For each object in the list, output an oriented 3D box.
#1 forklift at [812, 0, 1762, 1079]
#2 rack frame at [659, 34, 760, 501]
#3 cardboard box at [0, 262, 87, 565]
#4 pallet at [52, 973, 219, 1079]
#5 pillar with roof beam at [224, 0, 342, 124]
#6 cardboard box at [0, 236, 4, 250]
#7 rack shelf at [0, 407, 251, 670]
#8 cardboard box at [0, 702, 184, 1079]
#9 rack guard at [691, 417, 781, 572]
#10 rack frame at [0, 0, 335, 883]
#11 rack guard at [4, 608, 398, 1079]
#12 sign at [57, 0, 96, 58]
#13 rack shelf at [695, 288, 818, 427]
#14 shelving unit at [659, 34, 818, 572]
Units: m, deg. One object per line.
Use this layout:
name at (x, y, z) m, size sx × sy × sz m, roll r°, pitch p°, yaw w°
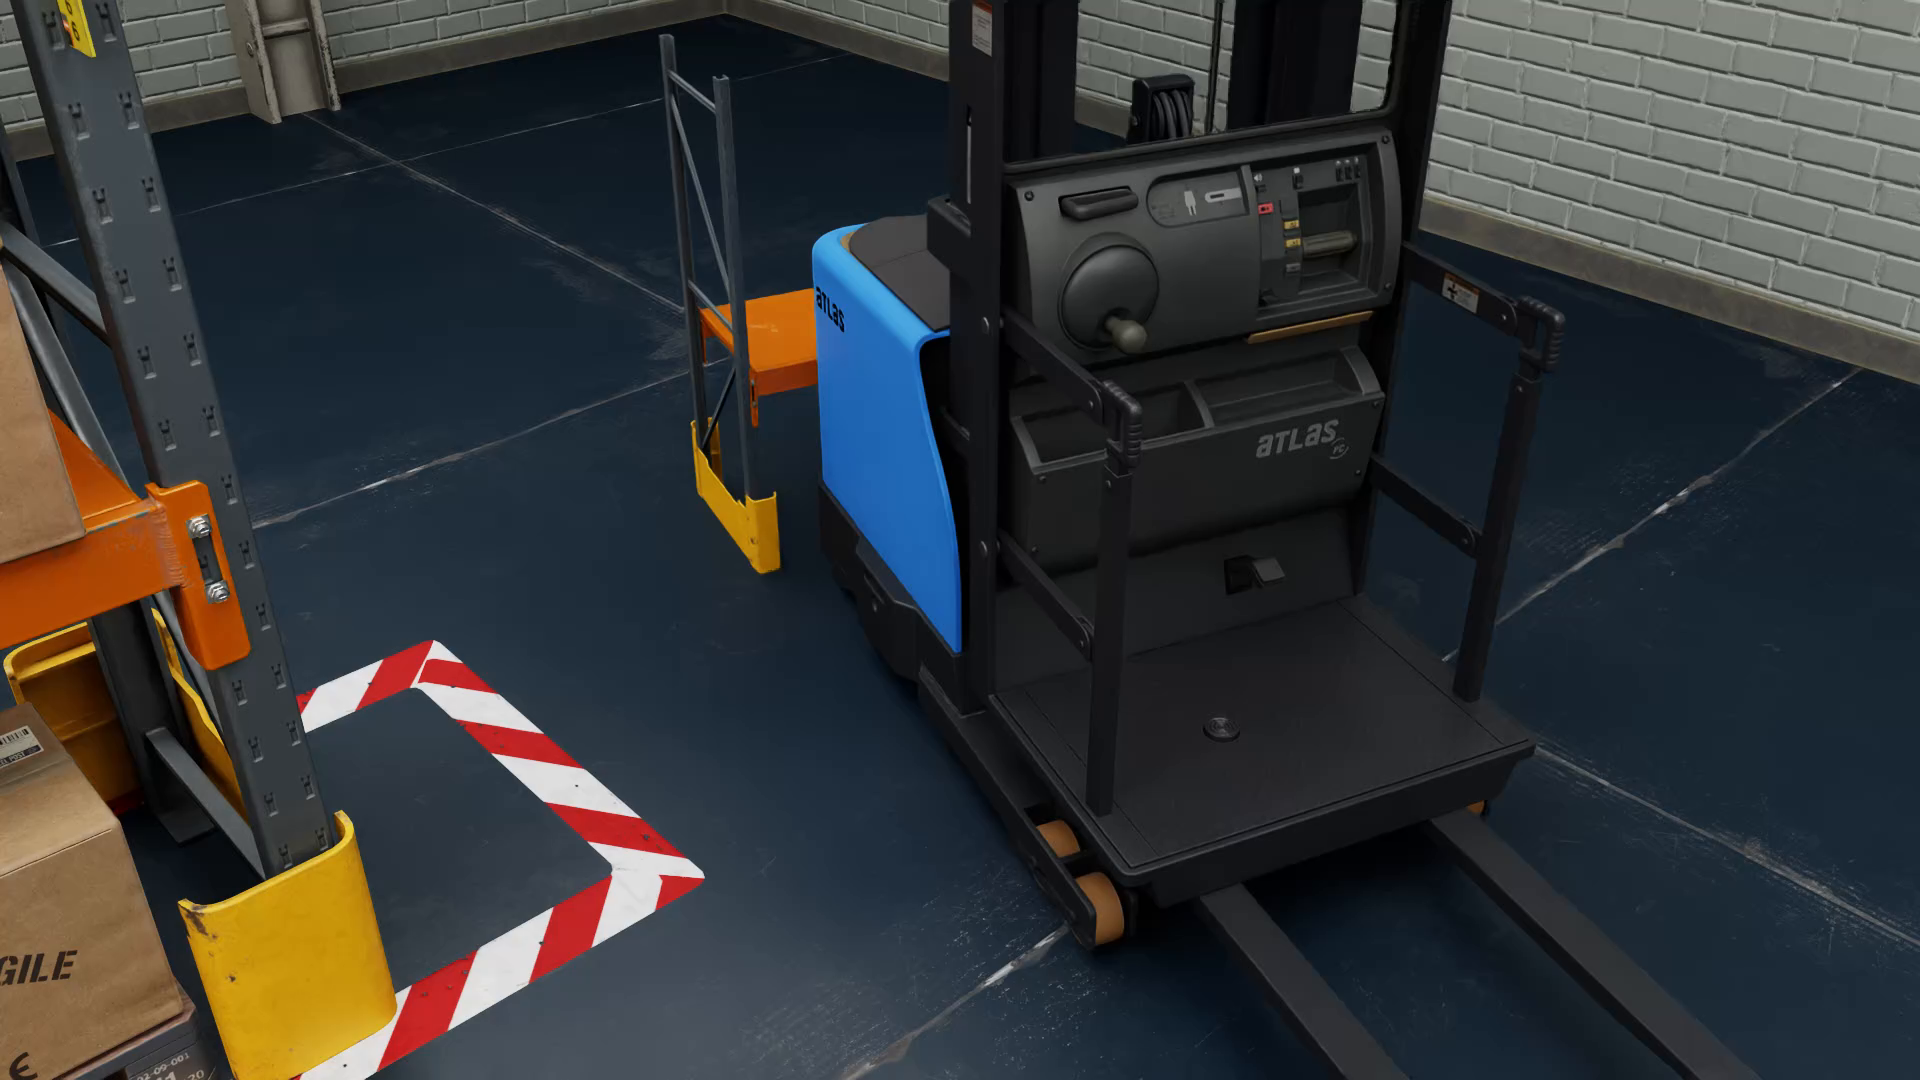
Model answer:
forklift at (0.641, -0.593, 3.410) m, size 1.130 × 2.935 × 3.031 m, roll -13°, pitch 34°, yaw -21°
rack frame at (-0.729, -0.679, 4.923) m, size 0.032 × 1.500 × 0.500 m, roll -15°, pitch 34°, yaw -23°
cardboard box at (-1.799, -0.229, 2.653) m, size 0.500 × 0.500 × 0.500 m, roll -24°, pitch 39°, yaw -34°
pallet at (-2.295, 1.051, 3.330) m, size 1.213 × 0.211 × 1.003 m, roll -26°, pitch 40°, yaw -35°
pillar with roof beam at (-0.707, -4.544, 4.055) m, size 0.400 × 9.000 × 9.100 m, roll -26°, pitch 40°, yaw -35°
cardboard box at (-1.795, -0.655, 2.392) m, size 0.500 × 0.500 × 0.500 m, roll -26°, pitch 40°, yaw -36°
rack shelf at (-3.122, 0.567, 2.137) m, size 4.000 × 0.370 × 1.077 m, roll -26°, pitch 40°, yaw -35°
cardboard box at (-1.887, 0.717, 3.177) m, size 0.500 × 0.500 × 0.500 m, roll -26°, pitch 40°, yaw -35°
rack guard at (-0.711, -0.150, 5.256) m, size 0.087 × 0.250 × 0.587 m, roll -15°, pitch 34°, yaw -23°
rack frame at (-1.655, -0.449, 3.109) m, size 0.127 × 3.000 × 1.000 m, roll -26°, pitch 40°, yaw -35°
rack guard at (-1.711, 0.644, 3.717) m, size 0.348 × 0.500 × 1.175 m, roll -26°, pitch 40°, yaw -35°
sign at (-1.293, -0.859, 2.366) m, size 0.005 × 0.325 × 0.100 m, roll -26°, pitch 40°, yaw -35°
rack shelf at (-0.274, -0.645, 5.211) m, size 1.000 × 0.185 × 0.538 m, roll -15°, pitch 34°, yaw -23°
shelving unit at (-0.266, -0.800, 5.121) m, size 1.083 × 1.500 × 0.587 m, roll -15°, pitch 34°, yaw -23°
